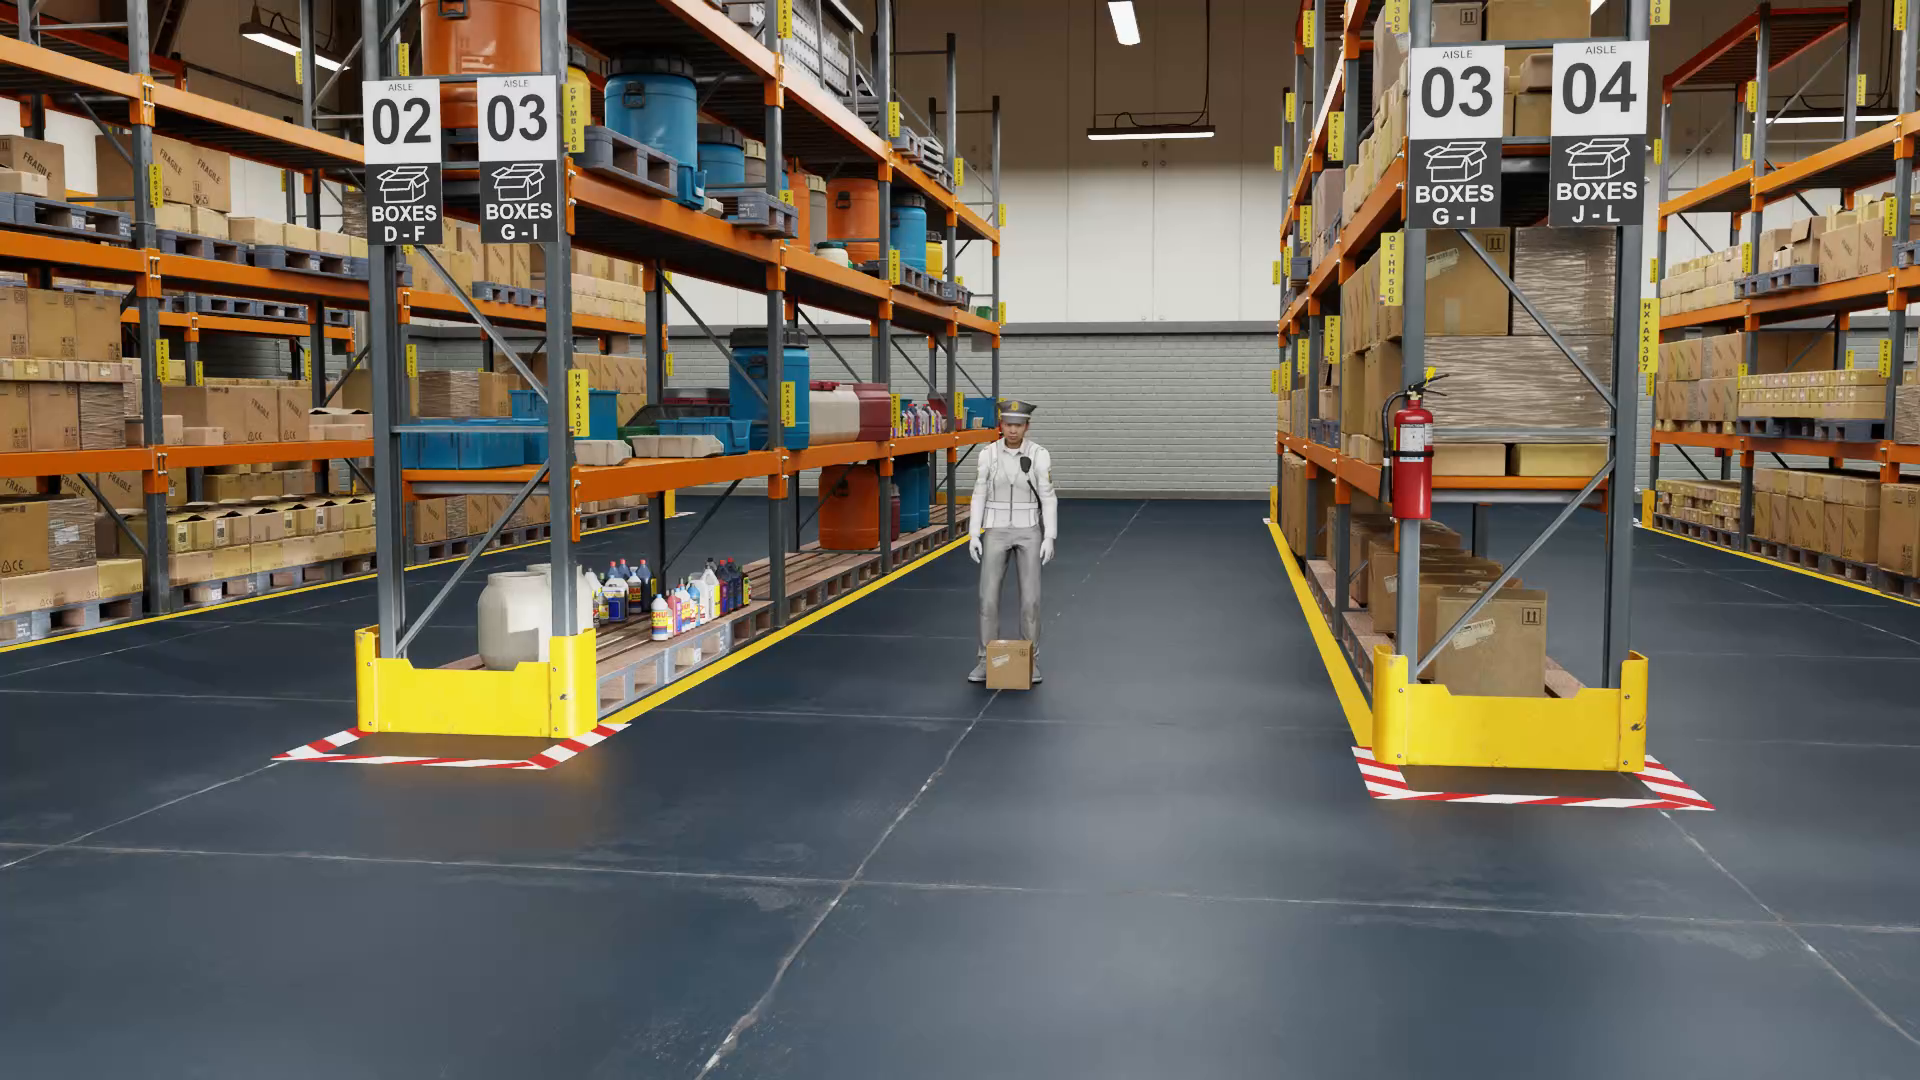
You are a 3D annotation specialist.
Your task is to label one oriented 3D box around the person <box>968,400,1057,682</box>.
[{"bbox_3d":[0.310,0.001,9.863,0.522,1.663,0.374,1,5,8],"label":"person"}]
